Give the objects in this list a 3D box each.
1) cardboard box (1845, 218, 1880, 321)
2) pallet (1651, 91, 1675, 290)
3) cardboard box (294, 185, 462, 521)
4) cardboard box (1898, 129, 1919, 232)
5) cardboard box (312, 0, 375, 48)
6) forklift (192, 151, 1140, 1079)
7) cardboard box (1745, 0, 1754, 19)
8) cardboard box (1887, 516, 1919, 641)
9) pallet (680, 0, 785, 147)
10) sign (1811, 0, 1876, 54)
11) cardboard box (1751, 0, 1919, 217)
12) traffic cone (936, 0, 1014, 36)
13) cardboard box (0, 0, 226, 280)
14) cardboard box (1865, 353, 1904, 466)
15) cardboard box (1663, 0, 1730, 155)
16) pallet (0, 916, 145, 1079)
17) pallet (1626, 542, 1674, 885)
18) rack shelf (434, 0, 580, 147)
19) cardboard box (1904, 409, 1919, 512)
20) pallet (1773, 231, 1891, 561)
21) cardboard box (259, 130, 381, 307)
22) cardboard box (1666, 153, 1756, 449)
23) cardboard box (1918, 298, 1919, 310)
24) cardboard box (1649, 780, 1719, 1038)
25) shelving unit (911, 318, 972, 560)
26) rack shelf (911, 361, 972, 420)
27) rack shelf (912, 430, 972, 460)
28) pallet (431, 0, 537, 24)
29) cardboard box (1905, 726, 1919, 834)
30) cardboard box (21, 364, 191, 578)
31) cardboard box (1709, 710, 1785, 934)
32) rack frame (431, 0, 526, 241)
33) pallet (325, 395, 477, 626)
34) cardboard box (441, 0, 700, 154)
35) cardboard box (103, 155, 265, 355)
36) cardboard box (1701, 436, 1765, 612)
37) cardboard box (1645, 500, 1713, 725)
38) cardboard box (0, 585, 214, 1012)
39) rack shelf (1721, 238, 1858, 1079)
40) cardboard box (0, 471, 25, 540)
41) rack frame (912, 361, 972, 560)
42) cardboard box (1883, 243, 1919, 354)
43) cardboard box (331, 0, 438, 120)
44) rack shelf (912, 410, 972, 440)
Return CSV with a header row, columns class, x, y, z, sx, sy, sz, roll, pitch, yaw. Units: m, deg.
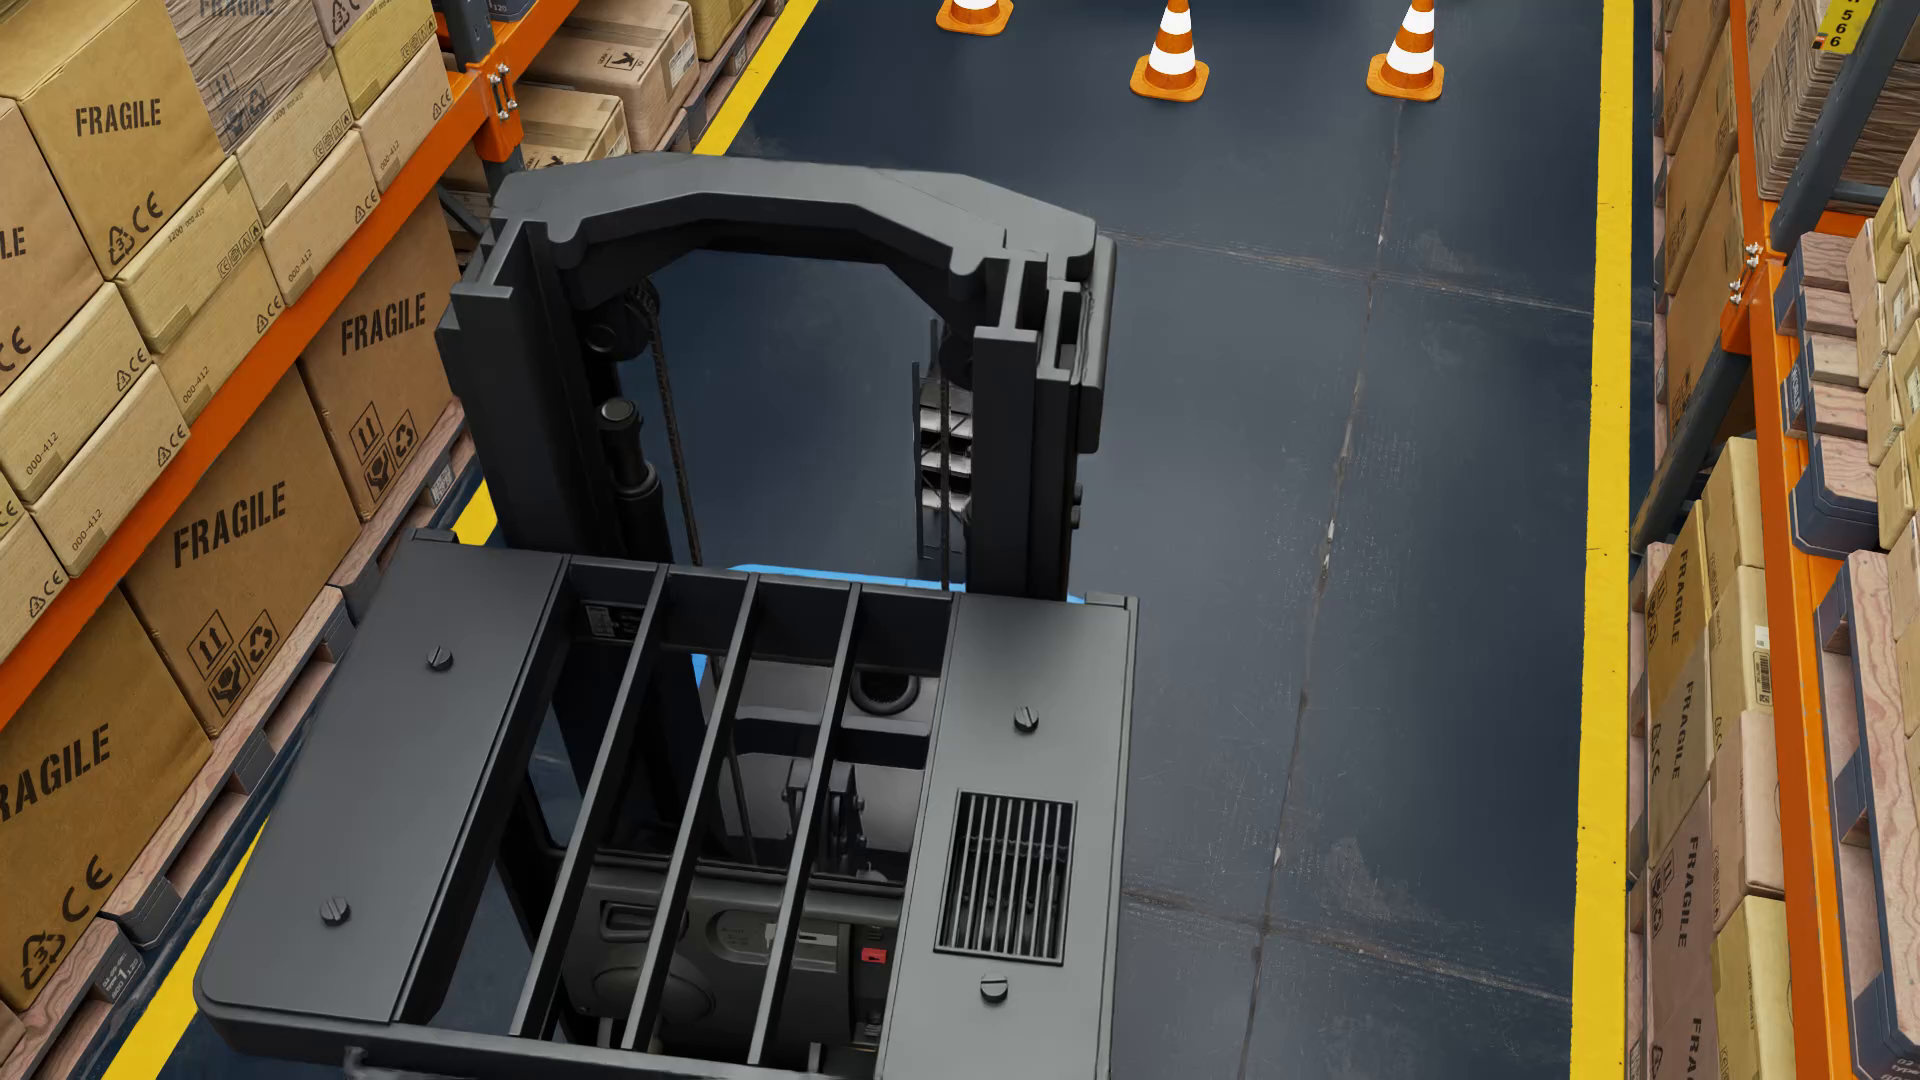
class,x,y,z,sx,sy,sz,roll,pitch,yaw
cardboard box,2.483,-0.657,4.217,0.380,0.149,0.250,11,49,10
pallet,3.399,-1.398,6.843,1.003,0.211,1.213,12,50,10
cardboard box,-2.268,-0.742,5.541,0.875,0.875,0.875,11,50,10
cardboard box,2.486,-0.839,3.980,0.380,0.149,0.250,12,50,10
cardboard box,-1.890,-1.727,4.540,0.500,0.500,0.500,10,49,9
forklift,-0.319,0.937,2.968,1.130,2.935,3.031,5,49,5
cardboard box,2.920,-2.019,5.465,0.500,0.500,0.500,11,49,9
cardboard box,2.205,0.121,3.530,0.380,0.149,0.250,13,50,11
pallet,-1.476,-2.311,7.649,1.003,0.211,1.213,12,50,10
sign,2.260,-1.375,4.191,0.100,0.325,0.005,12,50,10
cardboard box,2.655,-1.297,4.827,0.500,0.500,0.500,12,50,10
traffic cone,0.071,-2.670,7.797,0.336,0.463,0.334,12,50,10
cardboard box,-2.154,-0.997,3.895,0.500,0.500,0.500,12,50,10
cardboard box,2.342,-0.268,3.873,0.380,0.149,0.250,14,50,12
cardboard box,3.515,-2.009,6.743,1.050,0.750,0.750,12,50,10
pallet,-2.929,1.454,4.326,1.003,0.211,1.213,12,50,10
pallet,2.589,0.602,5.077,1.003,0.211,1.213,12,50,10
rack shelf,-1.480,-2.998,6.875,1.077,0.370,4.000,12,50,10
cardboard box,2.272,-0.157,3.577,0.380,0.149,0.250,12,50,10
pallet,2.711,-0.285,4.129,1.213,0.211,1.003,12,50,10
cardboard box,-2.008,-0.950,4.687,0.500,0.250,0.500,12,50,11
cardboard box,3.043,-0.702,5.590,1.050,0.750,0.750,11,49,10
cardboard box,2.350,-0.470,3.655,0.380,0.149,0.250,11,50,10
cardboard box,2.104,1.001,4.253,0.500,0.500,0.500,10,49,9
shelving unit,-0.002,-0.292,5.407,0.258,0.900,0.210,12,50,10
rack shelf,-0.002,-0.449,5.230,0.258,0.077,0.200,12,50,10
rack shelf,-0.002,-0.329,5.365,0.258,0.077,0.200,12,50,10
pallet,-1.921,-2.262,5.874,1.213,0.211,1.003,12,50,10
cardboard box,2.067,0.490,3.204,0.380,0.149,0.250,10,49,9
cardboard box,-2.263,-0.214,4.038,0.500,0.250,0.500,11,49,9
cardboard box,2.105,0.728,3.994,0.500,0.250,0.500,12,50,10
rack frame,-2.006,-1.789,5.328,1.000,3.000,0.127,12,50,10
pallet,-2.286,-0.311,5.884,1.003,0.211,1.213,12,50,10
cardboard box,-1.661,-2.000,6.987,0.950,0.372,0.625,11,49,9
cardboard box,-2.135,-0.758,4.185,0.500,0.250,0.500,10,49,9
cardboard box,2.381,0.006,4.631,0.500,0.250,0.500,10,49,8
cardboard box,2.364,0.264,4.903,0.500,0.500,0.500,10,49,8
cardboard box,-2.743,0.549,4.402,0.875,0.875,0.875,13,50,11
rack shelf,2.269,0.799,3.524,1.077,0.370,4.000,12,50,10
cardboard box,-2.403,-0.016,3.530,0.500,0.250,0.500,12,50,11
rack frame,-0.029,-0.218,5.343,0.240,0.900,0.006,12,50,10
cardboard box,2.406,-0.533,3.909,0.380,0.149,0.250,14,50,12
cardboard box,-1.889,-1.504,4.844,0.500,0.250,0.500,11,50,10
rack shelf,-0.002,-0.389,5.297,0.258,0.077,0.200,12,50,10
